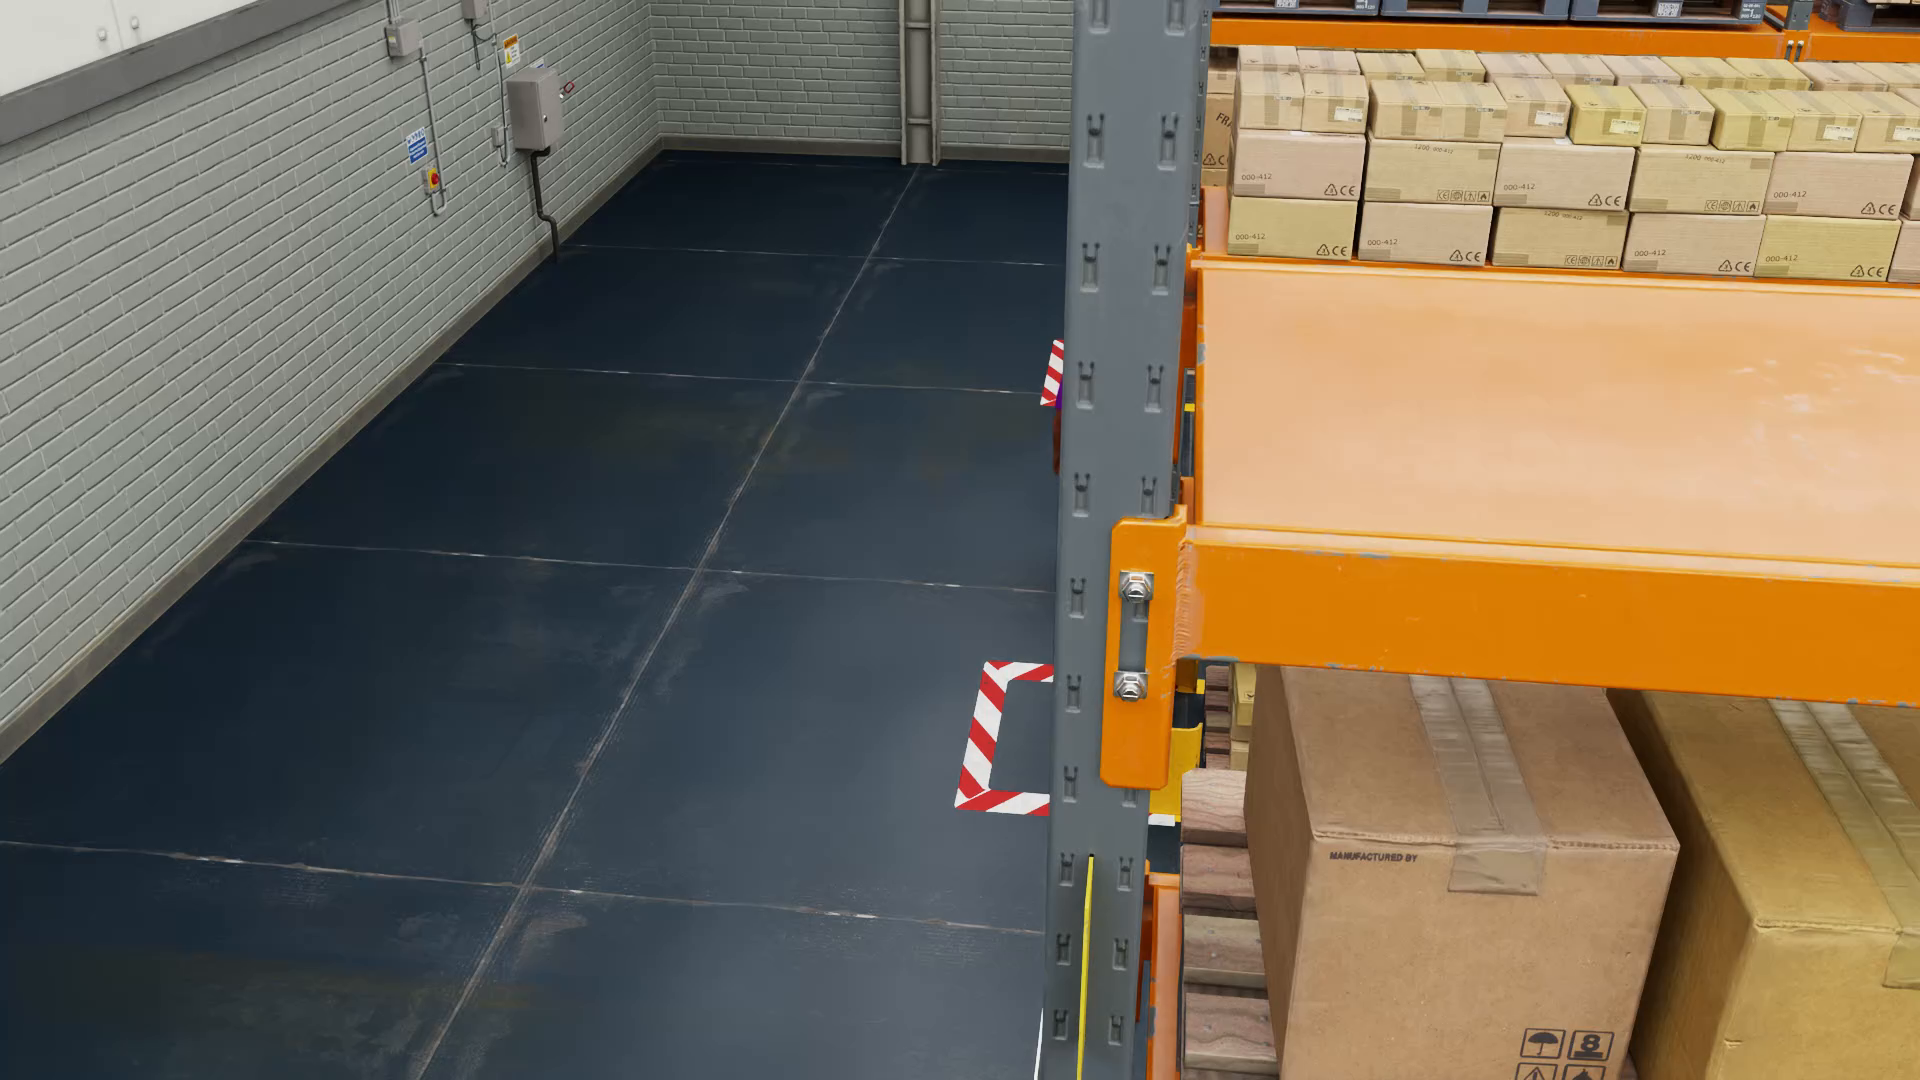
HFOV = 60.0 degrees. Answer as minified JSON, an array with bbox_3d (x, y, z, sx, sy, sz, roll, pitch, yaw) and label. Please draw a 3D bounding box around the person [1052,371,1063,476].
[{"bbox_3d":[0.851,-0.514,9.676,0.632,1.759,0.461,2,28,3],"label":"person"}]
